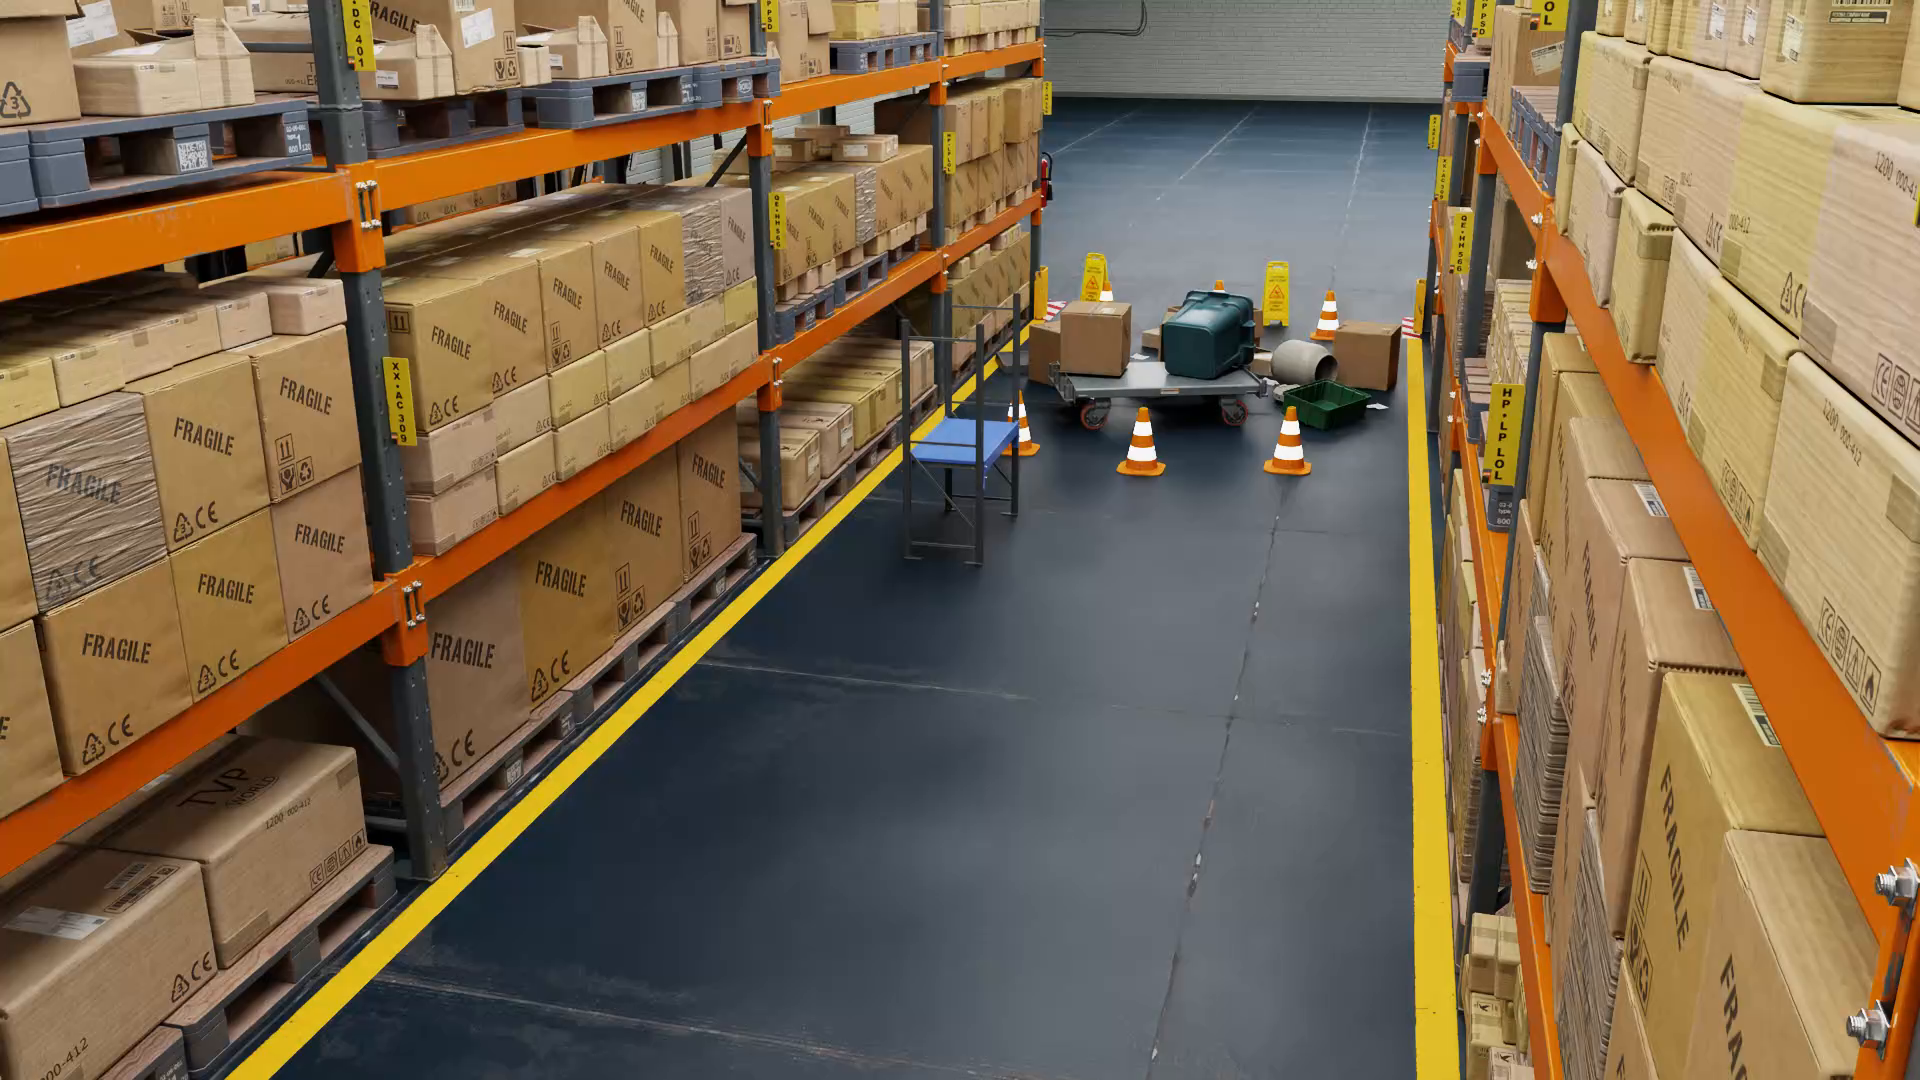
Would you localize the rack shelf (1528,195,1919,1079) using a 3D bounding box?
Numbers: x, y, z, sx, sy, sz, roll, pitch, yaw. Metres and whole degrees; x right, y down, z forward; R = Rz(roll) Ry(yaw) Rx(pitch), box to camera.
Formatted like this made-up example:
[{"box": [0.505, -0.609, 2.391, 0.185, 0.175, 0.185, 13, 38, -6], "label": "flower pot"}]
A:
[{"box": [1.757, -0.192, 3.082, 1.077, 0.370, 4.000, 5, 19, 13], "label": "rack shelf"}]

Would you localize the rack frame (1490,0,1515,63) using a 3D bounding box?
[{"box": [3.223, -3.833, 7.987, 1.000, 3.000, 0.127, 5, 19, 13], "label": "rack frame"}]

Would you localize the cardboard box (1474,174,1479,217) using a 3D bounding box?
[{"box": [3.961, -2.451, 11.520, 0.700, 0.500, 0.500, 4, 19, 12], "label": "cardboard box"}]

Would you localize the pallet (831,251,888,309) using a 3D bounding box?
[{"box": [-1.158, -1.886, 11.866, 1.003, 0.211, 1.213, 5, 19, 13], "label": "pallet"}]

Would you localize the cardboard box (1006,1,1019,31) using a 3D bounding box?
[{"box": [0.243, -4.848, 15.371, 0.500, 0.250, 0.500, 5, 20, 15], "label": "cardboard box"}]

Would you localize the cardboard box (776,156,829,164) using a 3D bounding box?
[{"box": [-1.273, -2.558, 12.273, 0.500, 0.500, 0.500, 5, 19, 13], "label": "cardboard box"}]

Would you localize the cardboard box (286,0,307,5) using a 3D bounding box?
[{"box": [-5.379, -4.375, 13.548, 0.500, 0.311, 0.500, 4, 19, 12], "label": "cardboard box"}]

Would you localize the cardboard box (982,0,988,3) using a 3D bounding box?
[{"box": [0.034, -4.770, 14.527, 0.380, 0.149, 0.250, 4, 19, 13], "label": "cardboard box"}]

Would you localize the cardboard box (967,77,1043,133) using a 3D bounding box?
[{"box": [0.440, -4.345, 16.605, 0.700, 0.500, 0.500, 4, 19, 12], "label": "cardboard box"}]

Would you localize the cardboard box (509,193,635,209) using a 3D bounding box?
[{"box": [-2.071, -1.582, 8.977, 0.500, 0.500, 0.500, 5, 19, 14], "label": "cardboard box"}]

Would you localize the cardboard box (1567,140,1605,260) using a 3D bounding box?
[{"box": [1.763, -0.807, 4.000, 0.500, 0.250, 0.500, 4, 19, 13], "label": "cardboard box"}]

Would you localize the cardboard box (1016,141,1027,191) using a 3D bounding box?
[{"box": [0.361, -3.700, 16.265, 0.500, 0.500, 0.500, 5, 19, 14], "label": "cardboard box"}]

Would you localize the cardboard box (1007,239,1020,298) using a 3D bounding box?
[{"box": [0.286, -2.677, 16.330, 0.500, 0.500, 0.500, 5, 20, 15], "label": "cardboard box"}]

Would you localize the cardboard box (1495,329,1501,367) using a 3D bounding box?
[{"box": [2.784, -0.910, 7.989, 0.380, 0.149, 0.250, 4, 19, 12], "label": "cardboard box"}]

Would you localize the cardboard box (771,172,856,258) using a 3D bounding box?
[{"box": [-1.023, -2.194, 11.205, 0.500, 0.500, 0.500, 5, 19, 14], "label": "cardboard box"}]

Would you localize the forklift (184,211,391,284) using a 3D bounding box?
[{"box": [-3.643, -1.218, 9.720, 1.130, 2.935, 3.031, 4, 19, 12], "label": "forklift"}]

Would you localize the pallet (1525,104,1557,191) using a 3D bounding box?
[{"box": [2.500, -1.256, 5.374, 1.213, 0.211, 1.003, 5, 19, 13], "label": "pallet"}]

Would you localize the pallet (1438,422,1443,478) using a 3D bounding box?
[{"box": [4.085, -0.680, 12.353, 1.003, 0.211, 1.213, 5, 19, 13], "label": "pallet"}]

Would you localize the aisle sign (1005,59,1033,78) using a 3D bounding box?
[{"box": [0.649, -5.087, 16.919, 0.394, 0.787, 0.004, 5, 19, 13], "label": "aisle sign"}]

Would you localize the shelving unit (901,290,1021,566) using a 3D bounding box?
[{"box": [0.021, -0.736, 10.523, 0.538, 1.500, 1.048, 5, 19, 13], "label": "shelving unit"}]

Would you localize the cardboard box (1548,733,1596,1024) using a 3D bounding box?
[{"box": [1.506, 0.688, 3.417, 0.500, 0.500, 0.500, 6, 20, 16], "label": "cardboard box"}]

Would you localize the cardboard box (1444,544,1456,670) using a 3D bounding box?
[{"box": [2.683, 0.350, 8.241, 0.500, 0.500, 0.500, 5, 19, 14], "label": "cardboard box"}]

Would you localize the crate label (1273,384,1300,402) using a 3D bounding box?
[{"box": [2.810, -1.229, 14.074, 0.298, 0.136, 0.250, -9, 21, -24], "label": "crate label"}]

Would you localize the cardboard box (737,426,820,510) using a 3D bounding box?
[{"box": [-1.454, -0.485, 10.882, 0.950, 0.372, 0.625, 3, 19, 10], "label": "cardboard box"}]

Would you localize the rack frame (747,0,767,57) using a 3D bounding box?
[{"box": [-1.602, -4.192, 9.039, 1.000, 3.000, 0.127, 5, 19, 13], "label": "rack frame"}]

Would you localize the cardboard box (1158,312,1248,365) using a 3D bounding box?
[{"box": [2.158, -1.699, 14.674, 0.797, 0.637, 0.503, 5, 19, 13], "label": "cardboard box"}]

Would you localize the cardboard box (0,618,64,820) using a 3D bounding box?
[{"box": [-2.816, 0.502, 4.422, 0.500, 0.500, 0.500, 5, 20, 15], "label": "cardboard box"}]

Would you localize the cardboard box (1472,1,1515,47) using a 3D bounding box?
[{"box": [3.188, -2.969, 9.431, 0.500, 0.311, 0.500, 5, 19, 13], "label": "cardboard box"}]

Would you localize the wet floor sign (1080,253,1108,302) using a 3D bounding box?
[{"box": [1.437, -2.722, 17.657, 0.267, 0.644, 0.232, 12, 22, 32], "label": "wet floor sign"}]

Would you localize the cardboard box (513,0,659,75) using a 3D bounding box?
[{"box": [-1.751, -2.443, 7.755, 0.500, 0.500, 0.500, 5, 19, 14], "label": "cardboard box"}]

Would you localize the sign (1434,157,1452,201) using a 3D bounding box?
[{"box": [3.662, -2.738, 12.602, 0.100, 0.325, 0.005, 5, 19, 13], "label": "sign"}]

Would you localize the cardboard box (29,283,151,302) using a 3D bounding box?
[{"box": [-2.955, -0.767, 5.587, 0.380, 0.149, 0.250, 5, 19, 14], "label": "cardboard box"}]

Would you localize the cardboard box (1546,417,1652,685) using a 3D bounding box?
[{"box": [1.634, 0.040, 3.768, 0.500, 0.500, 0.500, 5, 19, 14], "label": "cardboard box"}]

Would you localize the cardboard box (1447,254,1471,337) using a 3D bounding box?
[{"box": [3.318, -1.517, 10.332, 0.500, 0.500, 0.500, 4, 19, 12], "label": "cardboard box"}]

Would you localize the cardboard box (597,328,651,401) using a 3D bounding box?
[{"box": [-1.827, -0.861, 8.026, 0.500, 0.250, 0.500, 4, 19, 12], "label": "cardboard box"}]

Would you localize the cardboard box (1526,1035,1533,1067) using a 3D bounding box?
[{"box": [1.780, 1.469, 4.588, 0.380, 0.149, 0.250, 4, 19, 12], "label": "cardboard box"}]

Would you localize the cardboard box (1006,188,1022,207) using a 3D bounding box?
[{"box": [0.398, -3.358, 16.266, 0.380, 0.149, 0.250, 5, 19, 14], "label": "cardboard box"}]

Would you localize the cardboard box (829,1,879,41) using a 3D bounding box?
[{"box": [-0.881, -3.642, 11.650, 0.500, 0.250, 0.500, 5, 19, 14], "label": "cardboard box"}]

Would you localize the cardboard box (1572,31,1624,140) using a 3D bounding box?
[{"box": [1.896, -1.193, 4.359, 0.500, 0.250, 0.500, 5, 20, 15], "label": "cardboard box"}]

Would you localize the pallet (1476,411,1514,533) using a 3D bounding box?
[{"box": [2.779, -0.279, 7.162, 1.003, 0.211, 1.213, 5, 19, 13], "label": "pallet"}]

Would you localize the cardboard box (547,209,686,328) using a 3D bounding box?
[{"box": [-1.719, -1.374, 8.369, 0.500, 0.500, 0.500, 5, 19, 13], "label": "cardboard box"}]

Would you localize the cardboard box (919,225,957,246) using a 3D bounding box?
[{"box": [-0.236, -2.561, 13.935, 0.380, 0.149, 0.250, 5, 19, 13], "label": "cardboard box"}]

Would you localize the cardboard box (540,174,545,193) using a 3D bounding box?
[{"box": [-4.587, -3.801, 17.021, 0.500, 0.500, 0.500, 4, 19, 12], "label": "cardboard box"}]

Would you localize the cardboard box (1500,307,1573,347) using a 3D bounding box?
[{"box": [2.730, -0.982, 7.740, 0.380, 0.149, 0.250, 4, 19, 11], "label": "cardboard box"}]

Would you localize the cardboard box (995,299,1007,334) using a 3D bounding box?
[{"box": [0.160, -2.157, 15.967, 0.500, 0.250, 0.500, 4, 19, 11], "label": "cardboard box"}]

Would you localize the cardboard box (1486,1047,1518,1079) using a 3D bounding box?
[{"box": [1.770, 1.664, 4.935, 0.380, 0.149, 0.250, 5, 19, 13], "label": "cardboard box"}]

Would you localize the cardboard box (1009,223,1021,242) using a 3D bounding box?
[{"box": [0.386, -3.028, 16.352, 0.380, 0.149, 0.250, 5, 20, 15], "label": "cardboard box"}]

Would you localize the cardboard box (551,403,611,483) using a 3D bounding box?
[{"box": [-1.950, -0.467, 7.647, 0.500, 0.250, 0.500, 4, 19, 13], "label": "cardboard box"}]

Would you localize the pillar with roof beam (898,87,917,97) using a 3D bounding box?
[{"box": [3.067, -12.245, 32.616, 9.100, 9.000, 0.400, 5, 19, 13], "label": "pillar with roof beam"}]

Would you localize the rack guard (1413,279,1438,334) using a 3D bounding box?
[{"box": [5.184, -2.326, 16.724, 1.175, 0.500, 0.348, 5, 19, 13], "label": "rack guard"}]

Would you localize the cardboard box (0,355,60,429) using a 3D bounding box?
[{"box": [-2.719, -0.410, 4.541, 0.380, 0.149, 0.250, 4, 19, 12], "label": "cardboard box"}]

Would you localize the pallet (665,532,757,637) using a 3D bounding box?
[{"box": [-1.867, 0.208, 9.753, 1.003, 0.211, 1.213, 5, 19, 13], "label": "pallet"}]

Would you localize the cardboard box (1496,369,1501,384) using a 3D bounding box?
[{"box": [2.722, -0.696, 7.824, 0.380, 0.149, 0.250, 6, 20, 16], "label": "cardboard box"}]

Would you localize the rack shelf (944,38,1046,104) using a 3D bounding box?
[{"box": [-0.136, -4.313, 15.146, 1.077, 0.370, 4.000, 5, 19, 13], "label": "rack shelf"}]
